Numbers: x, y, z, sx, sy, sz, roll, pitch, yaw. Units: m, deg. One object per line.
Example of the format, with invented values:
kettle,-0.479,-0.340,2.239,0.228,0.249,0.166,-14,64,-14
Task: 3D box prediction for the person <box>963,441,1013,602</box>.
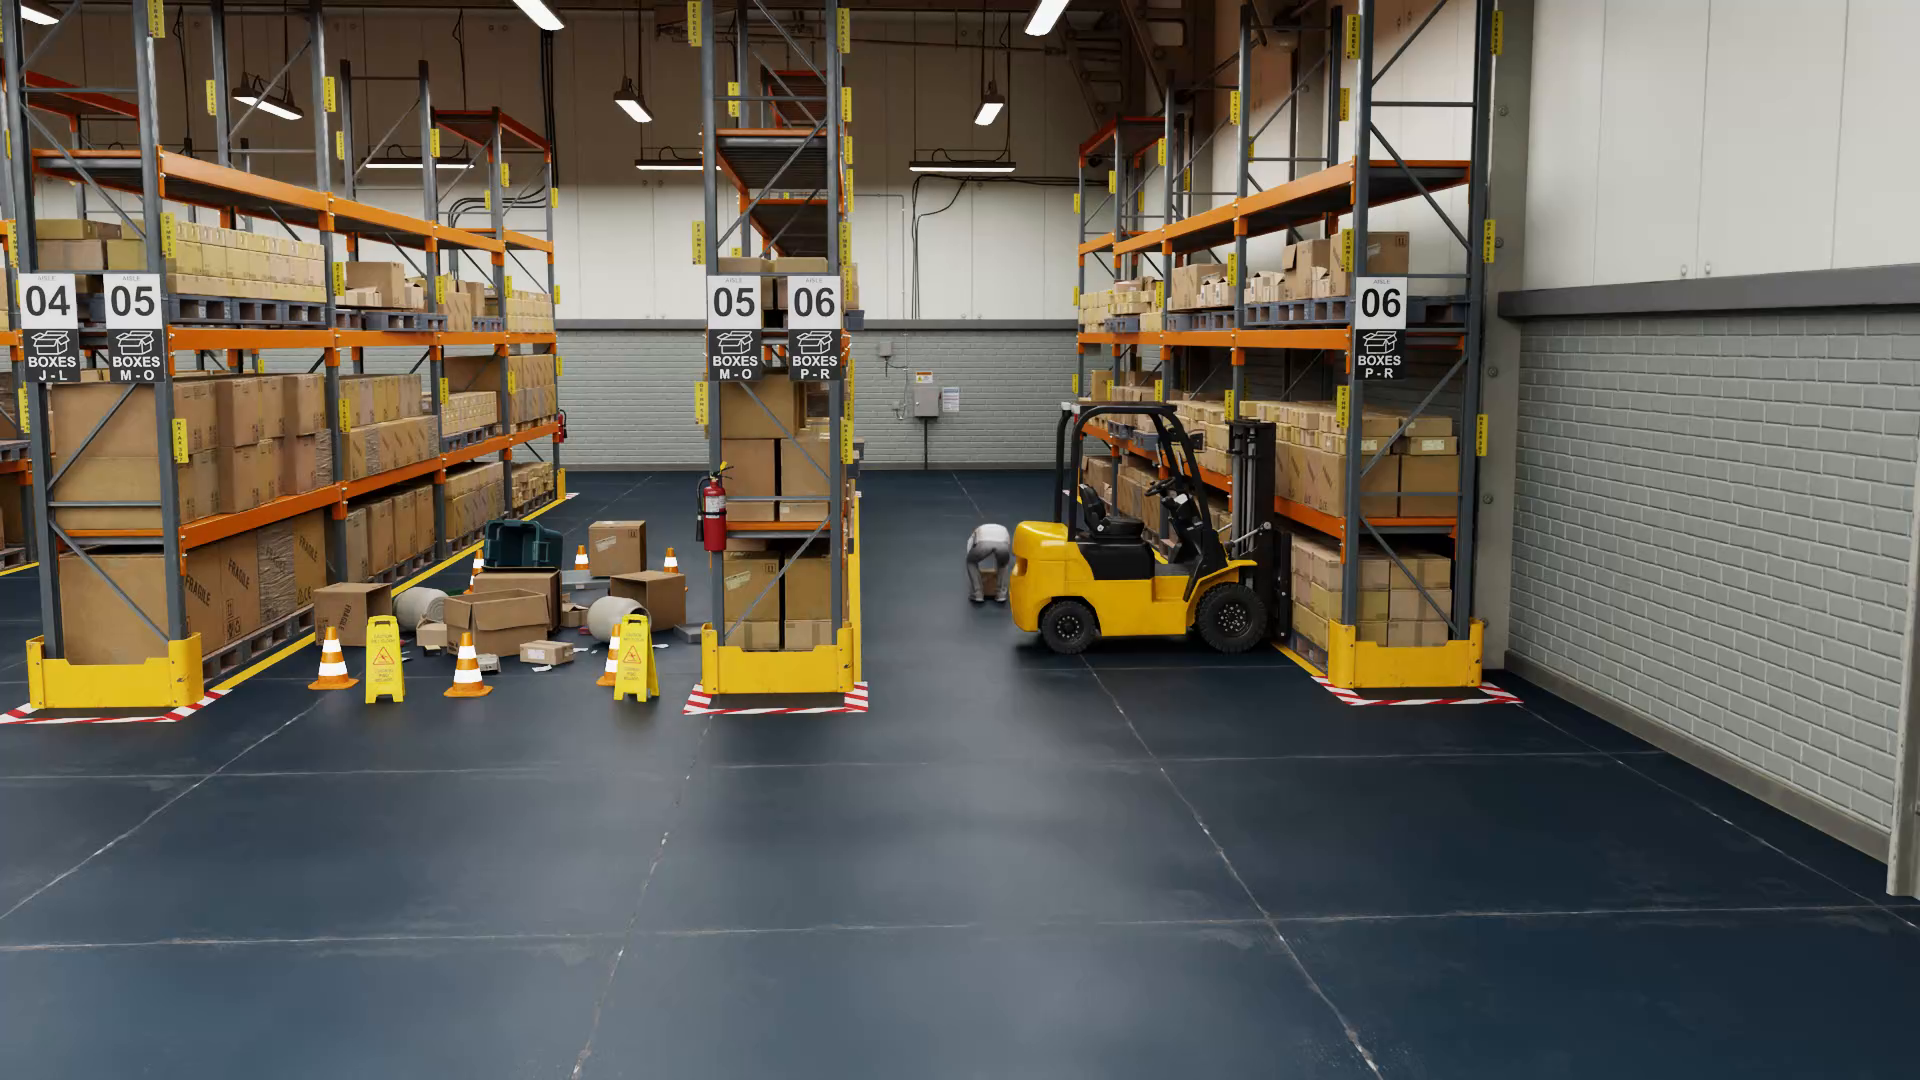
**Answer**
person,0.290,-0.185,17.257,0.531,1.662,0.375,-1,7,-6
